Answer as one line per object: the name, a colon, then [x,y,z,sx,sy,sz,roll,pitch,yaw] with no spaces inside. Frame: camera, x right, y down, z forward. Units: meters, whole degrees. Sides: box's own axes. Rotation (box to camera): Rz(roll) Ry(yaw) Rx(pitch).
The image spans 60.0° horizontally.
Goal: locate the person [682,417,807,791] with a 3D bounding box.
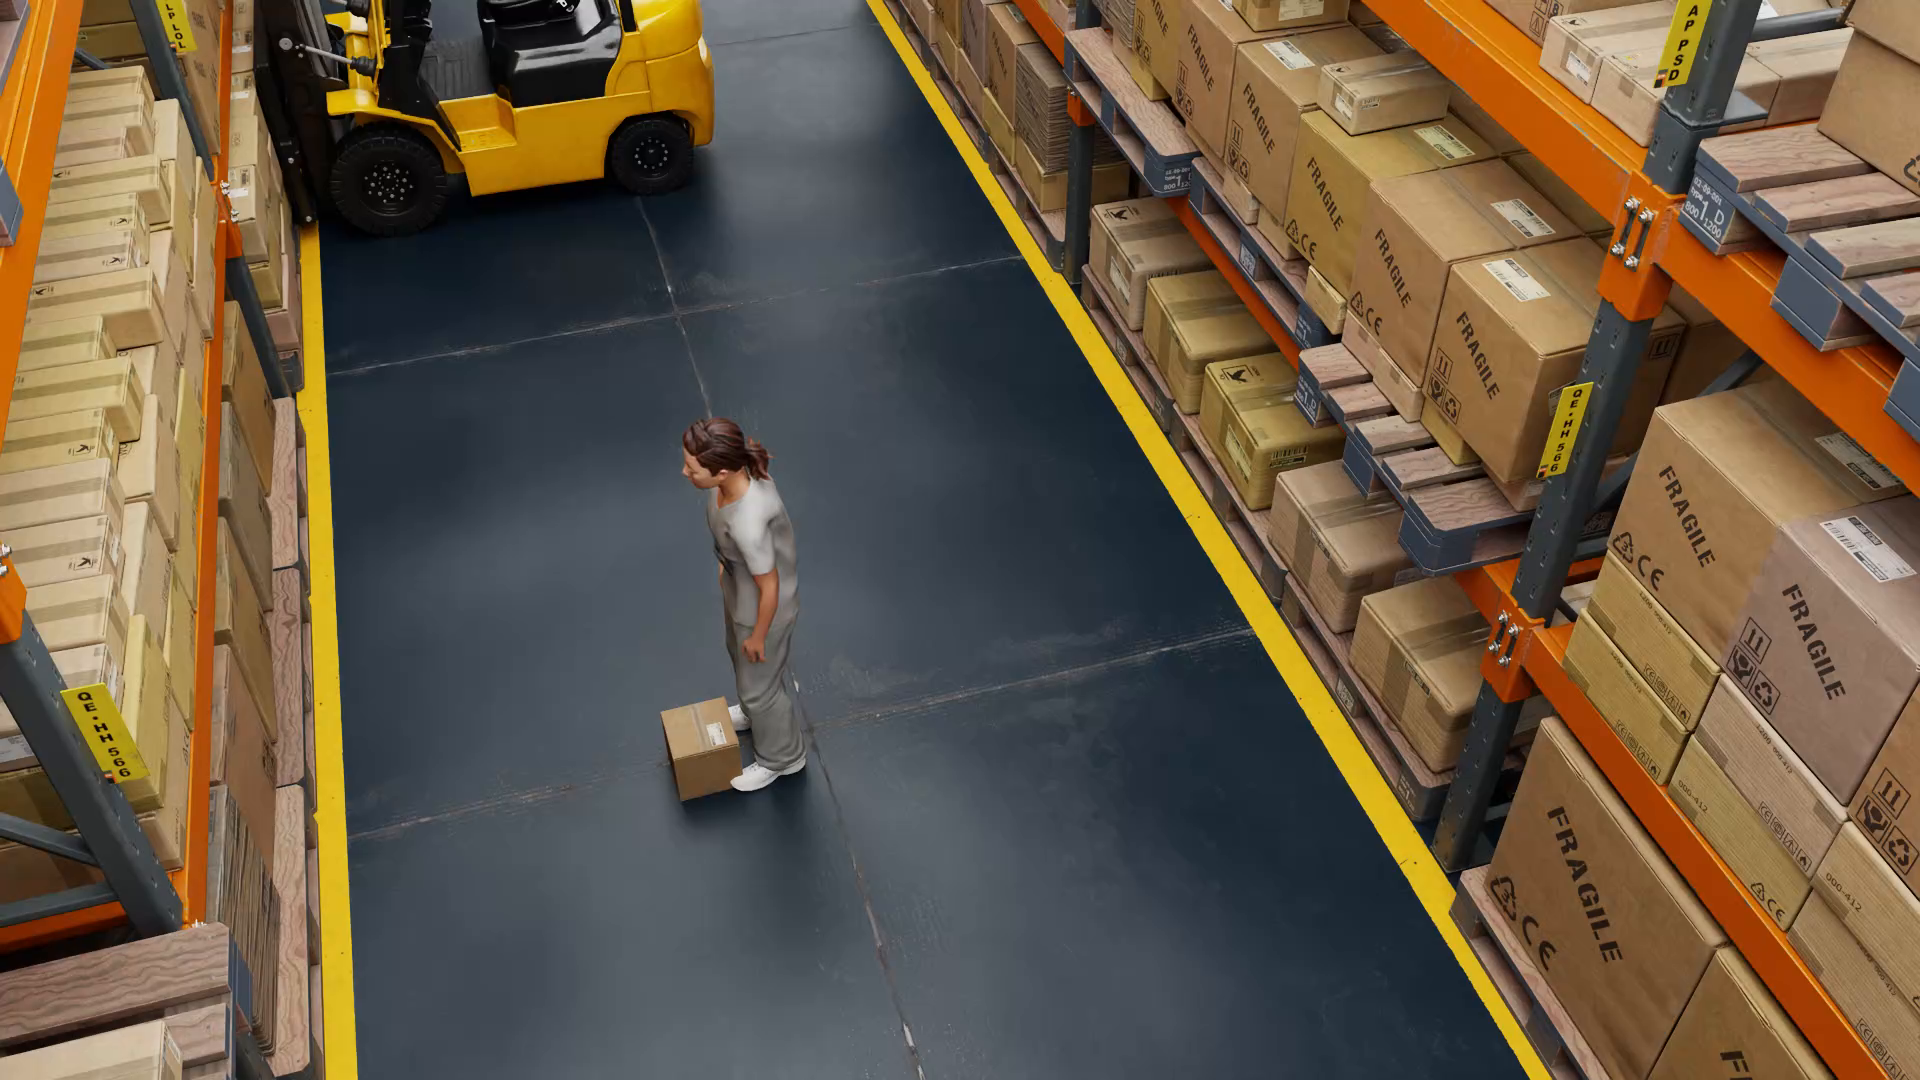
person: [-0.749,0.215,5.926,0.352,1.673,0.494,-12,44,-13]
